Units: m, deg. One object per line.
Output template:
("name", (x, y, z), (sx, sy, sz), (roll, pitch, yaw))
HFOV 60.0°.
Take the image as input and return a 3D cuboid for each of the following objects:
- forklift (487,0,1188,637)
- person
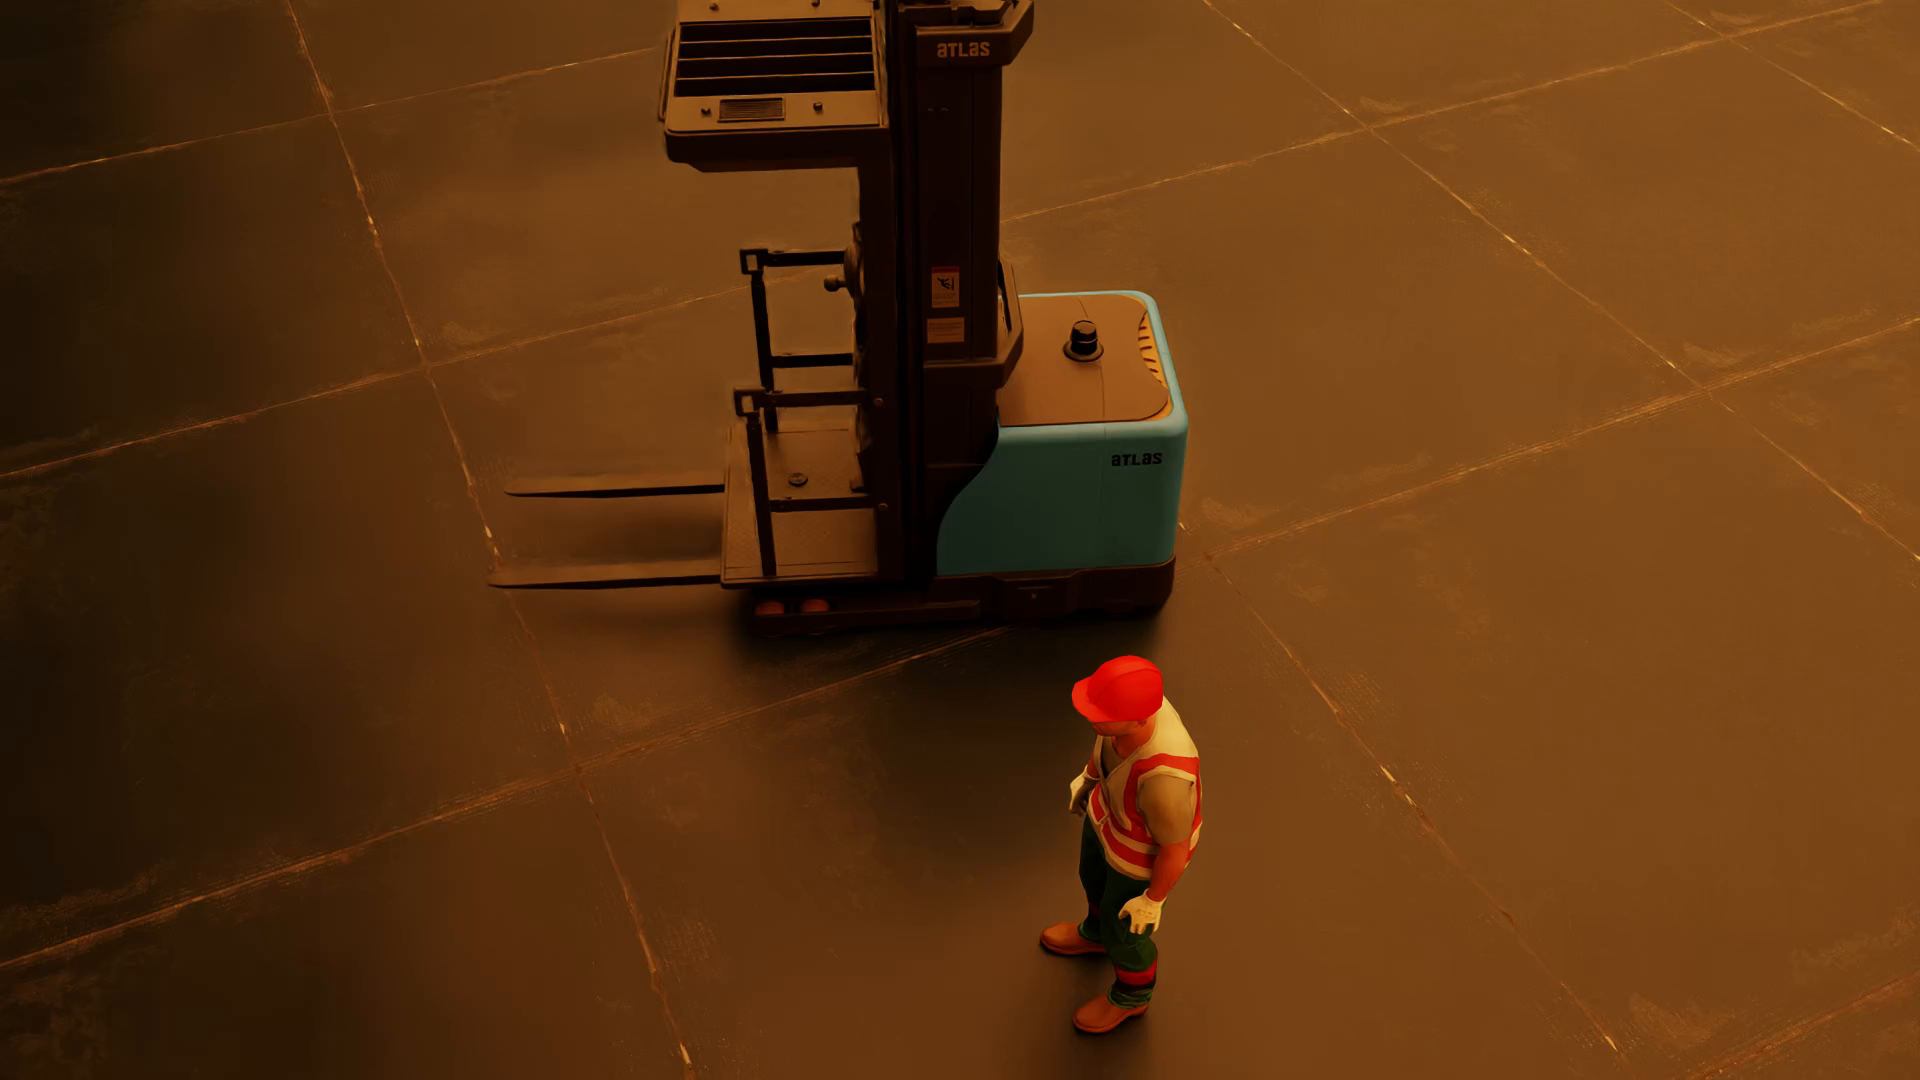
("forklift", (-0.590, -1.016, 6.768), (3.031, 2.935, 1.130), (-3, 43, -3))
("person", (0.536, 0.988, 5.467), (0.445, 1.780, 0.621), (-12, 44, -12))
